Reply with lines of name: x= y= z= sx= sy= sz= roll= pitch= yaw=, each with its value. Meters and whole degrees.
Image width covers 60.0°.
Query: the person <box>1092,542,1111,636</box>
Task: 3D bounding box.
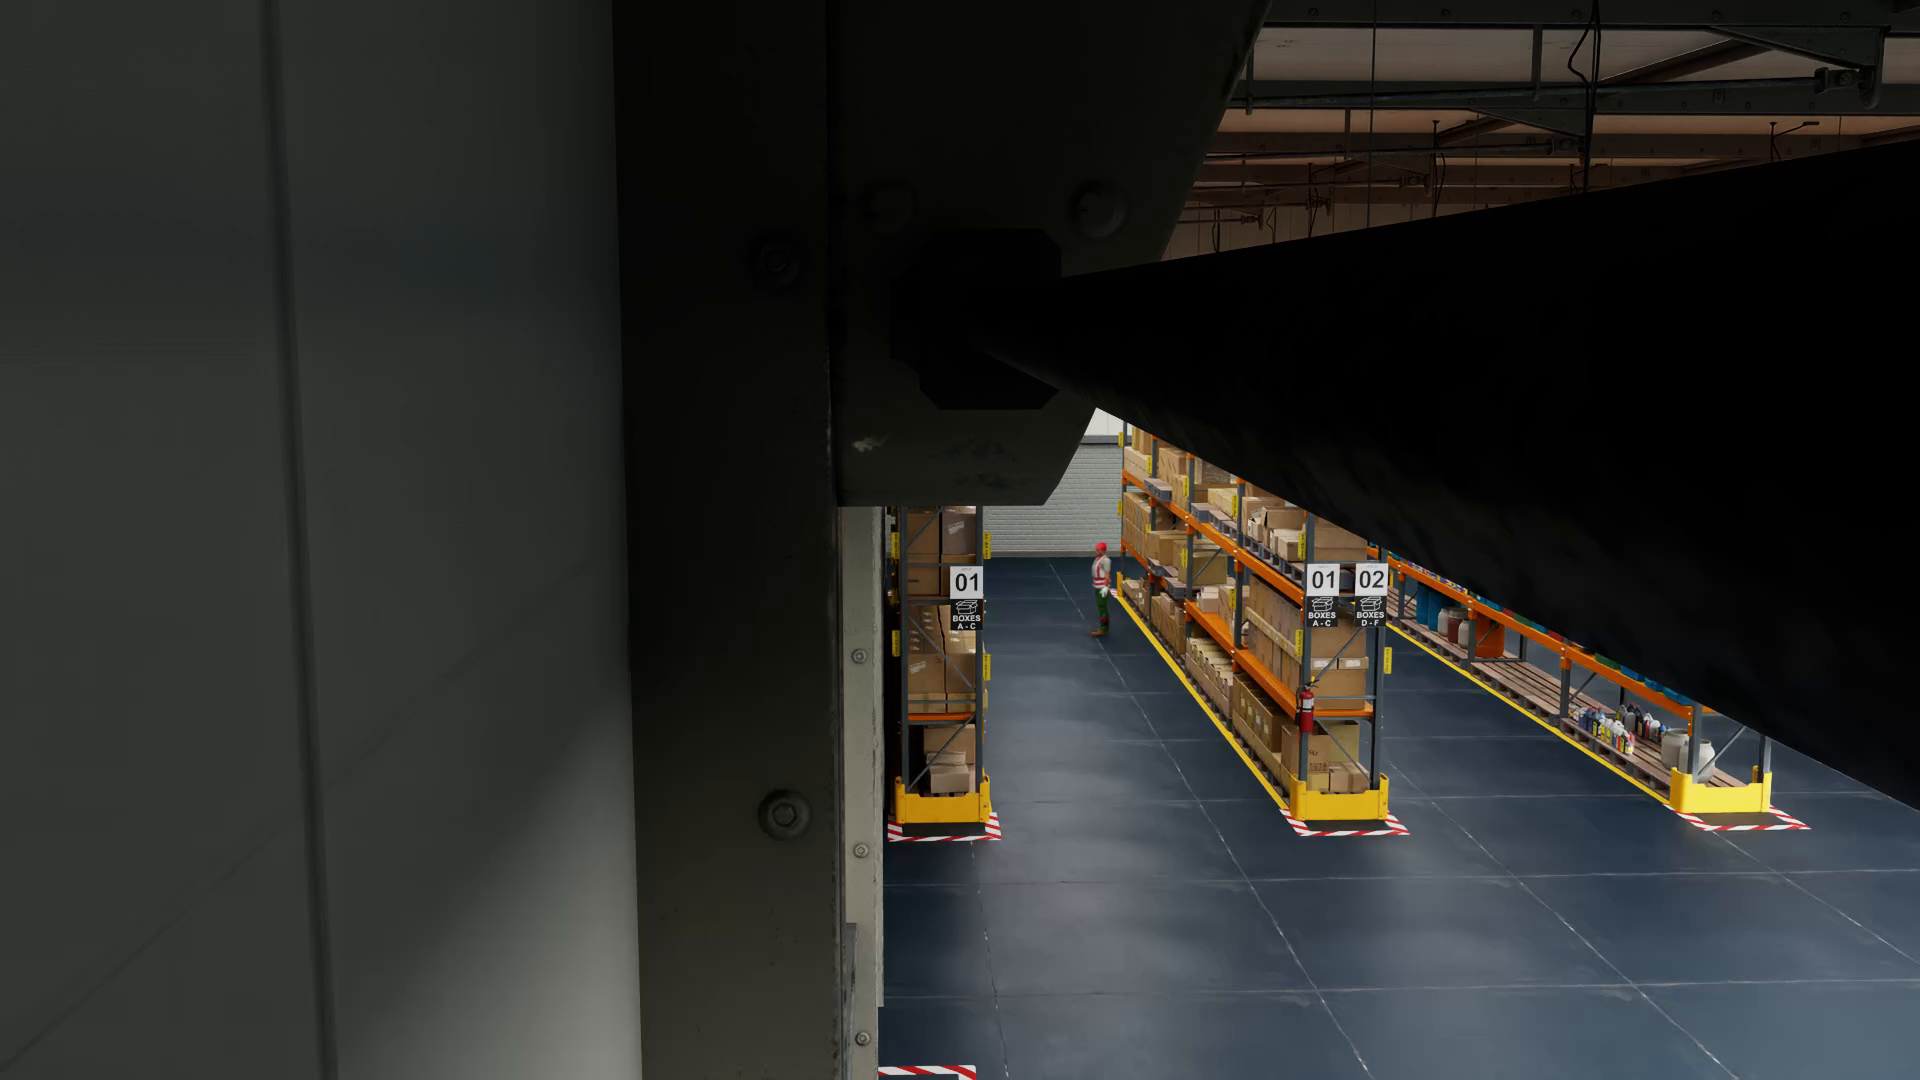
person: x=2.692 y=0.925 z=32.111 sx=0.400 sy=1.792 sz=0.636 roll=-2 pitch=8 yaw=-15
